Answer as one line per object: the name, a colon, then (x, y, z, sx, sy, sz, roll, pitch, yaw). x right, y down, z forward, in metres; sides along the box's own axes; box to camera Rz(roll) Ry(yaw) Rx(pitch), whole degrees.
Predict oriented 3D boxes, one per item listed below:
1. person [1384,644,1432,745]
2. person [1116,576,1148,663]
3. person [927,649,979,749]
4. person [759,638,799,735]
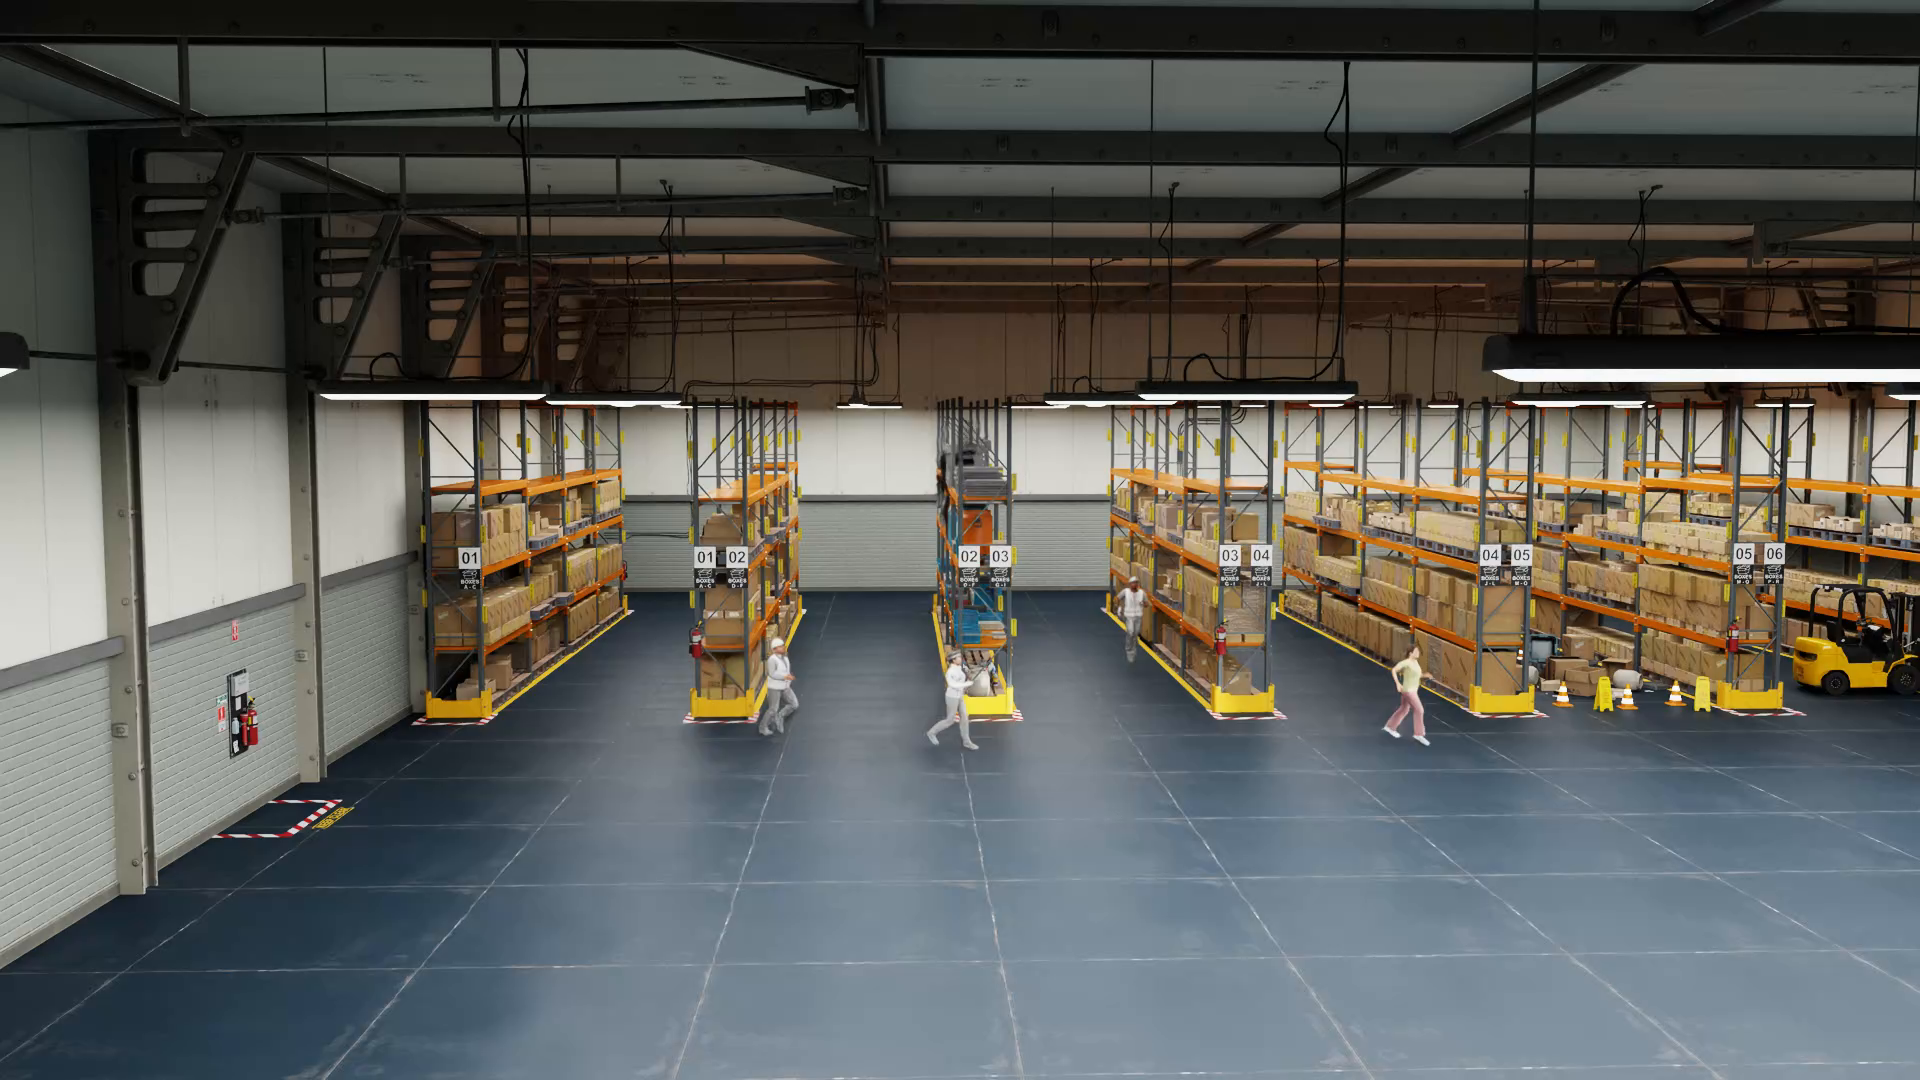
person: (7.753, 2.653, 28.794, 0.843, 1.715, 0.547, 3, 5, 32)
person: (3.821, 1.739, 36.575, 0.656, 1.881, 0.723, -1, 4, -11)
person: (-0.117, 2.682, 28.140, 0.898, 1.687, 0.631, 1, 5, 16)
person: (-3.161, 2.578, 29.264, 0.806, 1.727, 0.674, 3, 5, 33)
